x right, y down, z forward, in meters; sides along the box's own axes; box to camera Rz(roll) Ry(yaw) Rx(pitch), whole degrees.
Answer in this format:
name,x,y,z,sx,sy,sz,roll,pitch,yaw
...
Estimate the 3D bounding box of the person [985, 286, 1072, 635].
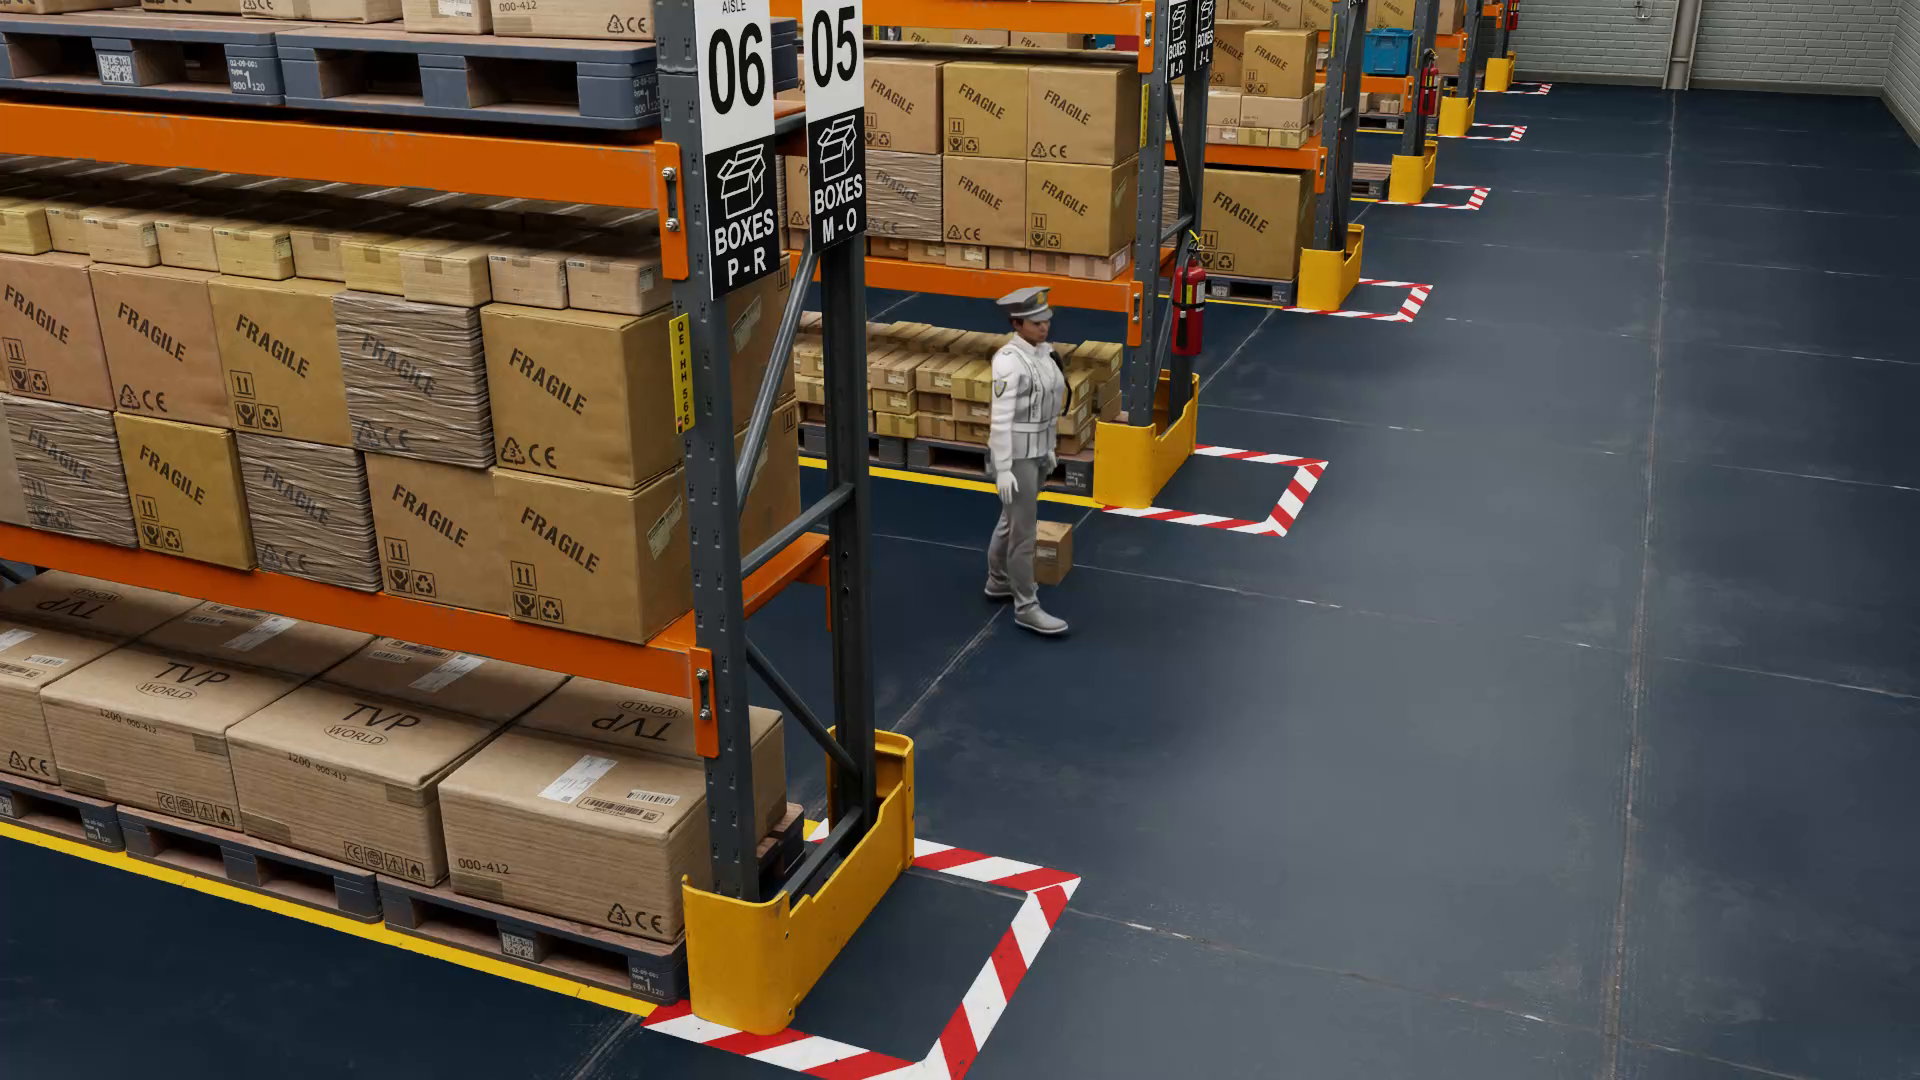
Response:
name,x,y,z,sx,sy,sz,roll,pitch,yaw
person,0.324,-0.396,7.987,0.560,1.665,0.628,11,25,24
